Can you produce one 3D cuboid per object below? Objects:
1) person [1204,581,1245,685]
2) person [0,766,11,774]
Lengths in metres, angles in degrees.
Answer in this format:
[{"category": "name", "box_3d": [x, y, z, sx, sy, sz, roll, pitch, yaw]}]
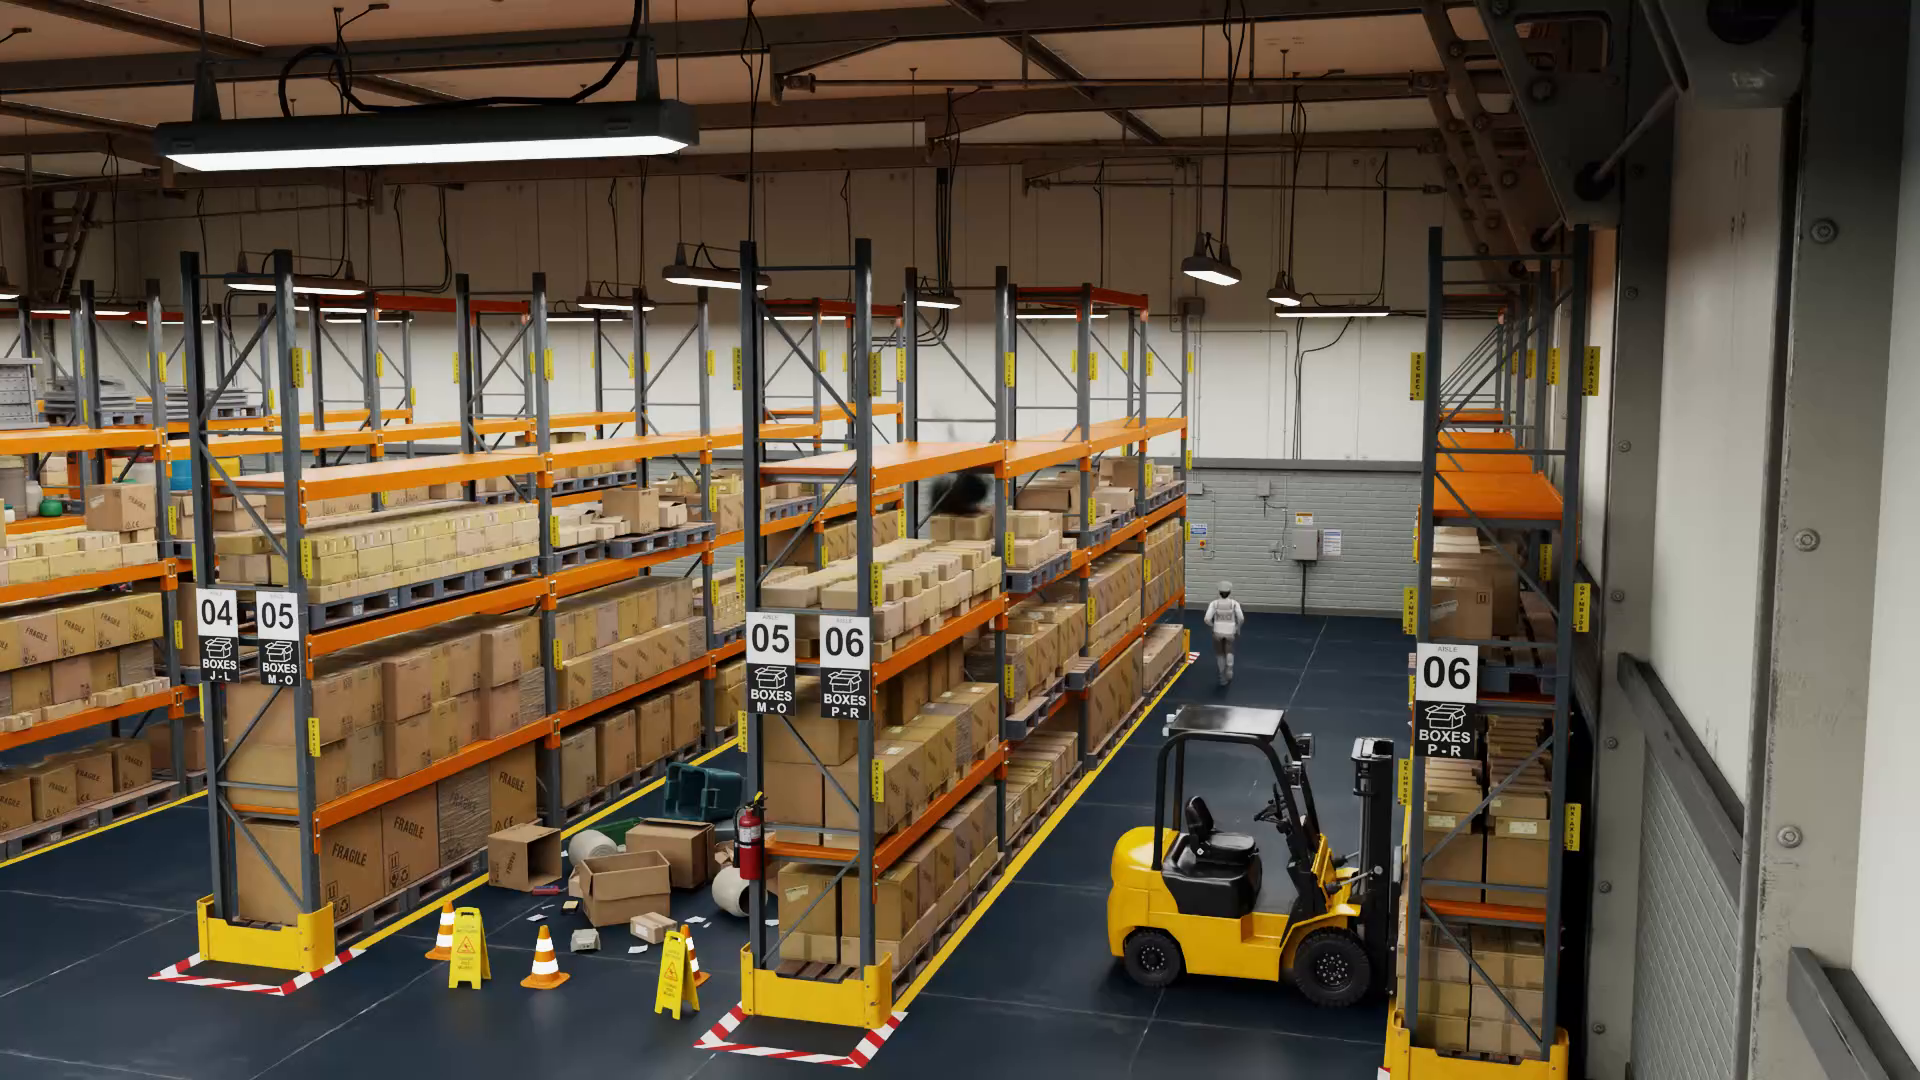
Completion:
[{"category": "person", "box_3d": [4.112, 1.458, 25.894, 0.615, 1.657, 0.533, 1, 6, 8]}, {"category": "person", "box_3d": [-11.147, 2.273, 18.875, 0.547, 1.565, 0.793, 1, 7, 11]}]
